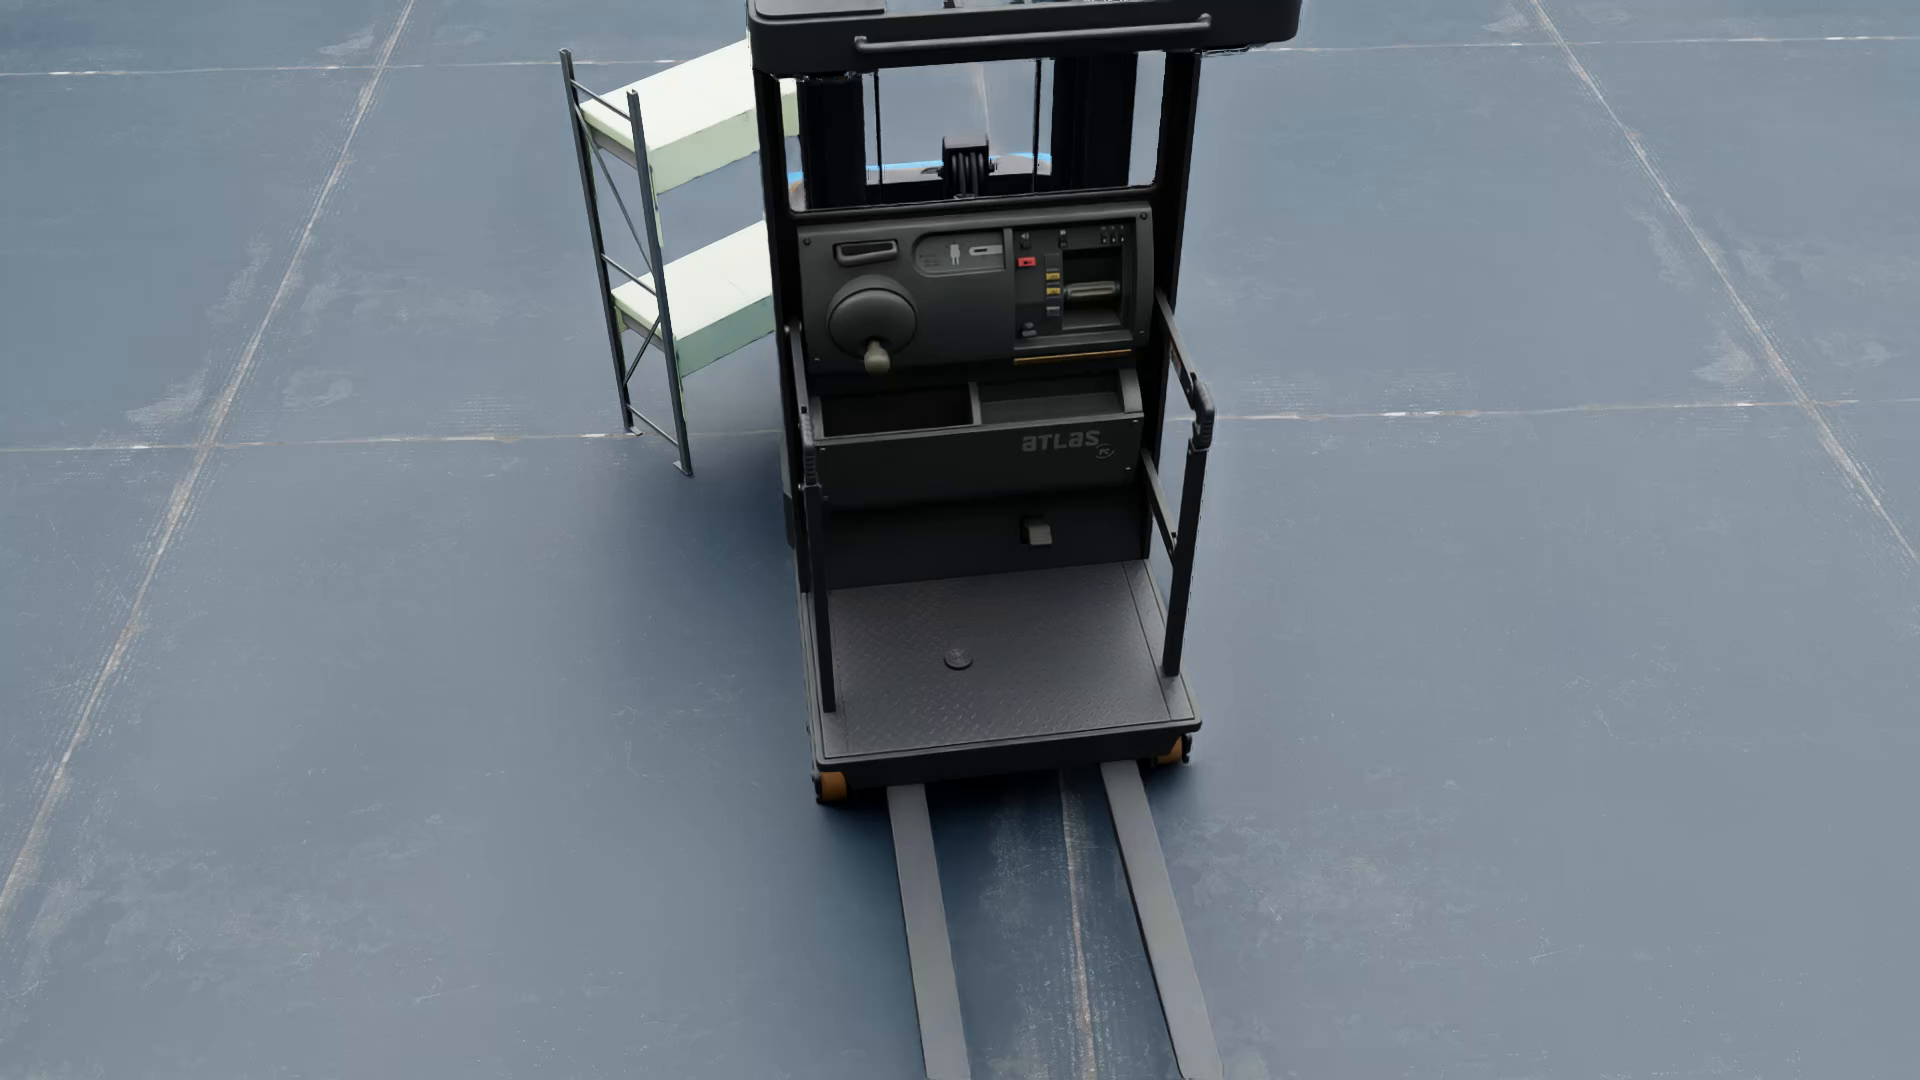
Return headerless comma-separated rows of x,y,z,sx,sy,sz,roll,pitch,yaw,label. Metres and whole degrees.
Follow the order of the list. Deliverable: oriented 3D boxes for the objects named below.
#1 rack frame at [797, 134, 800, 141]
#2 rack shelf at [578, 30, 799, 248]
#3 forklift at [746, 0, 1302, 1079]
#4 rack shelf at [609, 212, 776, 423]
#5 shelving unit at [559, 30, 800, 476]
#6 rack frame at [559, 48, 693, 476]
-0.577,-1.225,5.977,0.023,1.500,0.400,-32,51,-30,rack frame
-0.844,-1.344,5.529,0.720,0.370,0.431,-32,51,-30,rack shelf
0.080,-0.571,4.204,1.130,2.935,3.031,-5,43,-6,forklift
-0.844,-0.816,6.013,0.720,0.370,0.431,-32,51,-30,rack shelf
-0.844,-1.056,5.792,0.755,1.500,0.431,-32,51,-30,shelving unit
-1.111,-0.887,5.608,0.023,1.500,0.400,-32,51,-30,rack frame
